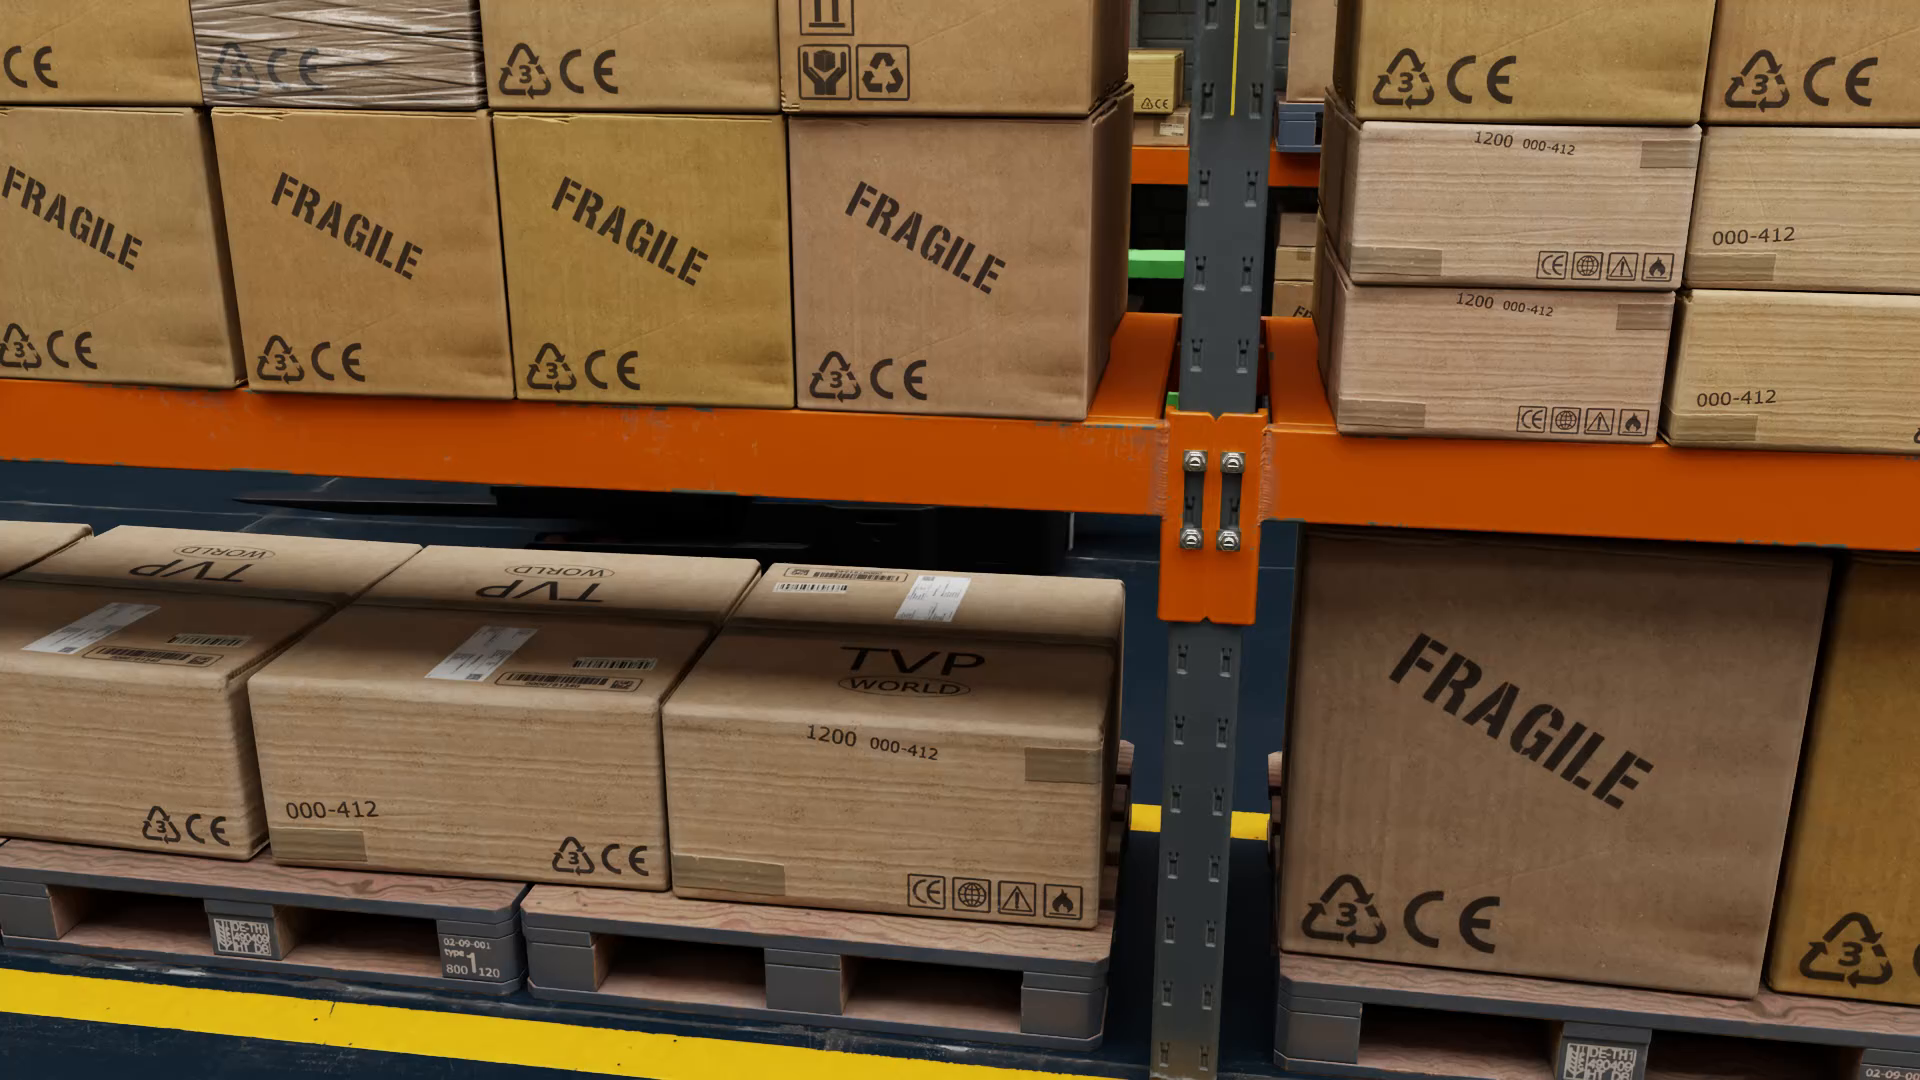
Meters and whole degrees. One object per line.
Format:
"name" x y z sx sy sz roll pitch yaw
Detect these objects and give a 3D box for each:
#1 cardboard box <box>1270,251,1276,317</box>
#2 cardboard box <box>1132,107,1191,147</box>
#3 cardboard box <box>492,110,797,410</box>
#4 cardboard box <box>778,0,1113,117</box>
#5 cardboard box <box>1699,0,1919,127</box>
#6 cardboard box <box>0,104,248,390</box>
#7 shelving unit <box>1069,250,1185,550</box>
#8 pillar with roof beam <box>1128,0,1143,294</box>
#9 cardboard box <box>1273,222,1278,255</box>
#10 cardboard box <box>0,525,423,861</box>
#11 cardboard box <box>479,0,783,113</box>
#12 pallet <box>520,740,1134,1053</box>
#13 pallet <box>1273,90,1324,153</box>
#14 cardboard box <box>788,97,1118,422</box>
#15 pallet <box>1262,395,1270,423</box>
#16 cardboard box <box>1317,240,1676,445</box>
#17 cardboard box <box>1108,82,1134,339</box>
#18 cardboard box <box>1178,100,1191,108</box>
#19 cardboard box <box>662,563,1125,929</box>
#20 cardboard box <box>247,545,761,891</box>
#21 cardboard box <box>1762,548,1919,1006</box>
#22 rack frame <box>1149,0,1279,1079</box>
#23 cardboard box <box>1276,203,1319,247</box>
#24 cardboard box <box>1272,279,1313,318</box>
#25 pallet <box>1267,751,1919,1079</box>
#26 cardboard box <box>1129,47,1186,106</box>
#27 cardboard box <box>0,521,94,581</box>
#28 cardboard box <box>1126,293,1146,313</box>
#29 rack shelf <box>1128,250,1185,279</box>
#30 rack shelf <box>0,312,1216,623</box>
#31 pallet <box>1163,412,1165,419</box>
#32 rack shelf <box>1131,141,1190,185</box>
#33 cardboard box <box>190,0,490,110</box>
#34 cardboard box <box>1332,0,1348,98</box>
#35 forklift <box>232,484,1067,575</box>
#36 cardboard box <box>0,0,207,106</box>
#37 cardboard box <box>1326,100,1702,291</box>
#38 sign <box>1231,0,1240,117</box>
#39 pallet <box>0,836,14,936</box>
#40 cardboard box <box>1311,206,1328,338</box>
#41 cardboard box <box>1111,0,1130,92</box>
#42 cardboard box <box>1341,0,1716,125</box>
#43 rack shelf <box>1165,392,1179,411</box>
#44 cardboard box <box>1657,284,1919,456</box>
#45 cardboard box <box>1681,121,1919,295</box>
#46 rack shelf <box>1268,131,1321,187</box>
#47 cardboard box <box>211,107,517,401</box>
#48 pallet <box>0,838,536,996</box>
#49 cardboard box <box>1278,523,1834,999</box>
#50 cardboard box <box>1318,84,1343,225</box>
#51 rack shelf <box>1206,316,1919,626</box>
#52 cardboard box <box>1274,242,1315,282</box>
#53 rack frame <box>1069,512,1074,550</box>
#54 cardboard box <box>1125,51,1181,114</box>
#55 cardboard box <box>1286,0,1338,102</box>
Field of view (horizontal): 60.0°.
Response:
"cardboard box" 1.820 -1.171 8.353 0.500 0.500 0.500 3 19 8
"cardboard box" 0.933 -1.907 7.671 0.250 0.149 0.380 3 19 9
"cardboard box" -0.503 -0.549 3.058 0.500 0.500 0.500 2 19 7
"cardboard box" -0.005 -0.993 2.809 0.500 0.500 0.500 3 19 8
"cardboard box" 1.400 -0.926 2.611 0.500 0.500 0.500 3 19 8
"cardboard box" -1.516 -0.601 3.213 0.500 0.500 0.500 4 19 10
"shelving unit" 0.665 -0.564 6.098 0.503 1.200 0.258 1 19 4
"pillar with roof beam" 0.061 -3.903 3.785 0.400 9.000 9.100 3 19 9
"cardboard box" 1.697 -1.482 8.261 0.250 0.149 0.380 2 19 6
"cardboard box" -1.872 0.326 3.977 0.875 0.438 0.875 3 19 10
"cardboard box" -0.505 -1.021 2.893 0.500 0.500 0.500 3 19 8
"pallet" -0.234 0.726 3.801 1.213 0.211 1.003 3 19 9
"pallet" 2.060 -1.924 7.628 1.213 0.211 1.003 3 19 9
"cardboard box" 0.006 -0.525 2.986 0.500 0.500 0.500 3 19 9
"pallet" 2.097 -0.738 8.175 1.213 0.211 1.003 3 19 9
"cardboard box" 0.897 -0.358 2.882 0.500 0.250 0.500 2 19 7
"cardboard box" 0.083 -0.687 3.471 0.500 0.500 0.500 4 19 10
"cardboard box" 1.000 -2.073 8.166 0.250 0.149 0.380 3 19 9
"cardboard box" -0.098 0.417 3.706 0.875 0.438 0.875 3 19 8
"cardboard box" -0.982 0.372 3.840 0.875 0.438 0.875 2 19 7
"cardboard box" 2.023 0.324 3.295 0.875 0.875 0.875 3 19 10
"rack frame" 0.505 -0.534 3.171 0.127 3.000 1.000 3 19 9
"cardboard box" 1.610 -1.469 7.753 0.250 0.149 0.380 3 19 8
"cardboard box" 1.730 -1.008 7.866 0.500 0.500 0.500 4 19 11
"pallet" 1.278 0.804 3.568 1.213 0.211 1.003 3 19 9
"cardboard box" 0.842 -2.269 8.123 0.500 0.250 0.500 3 19 8
"cardboard box" -2.777 0.283 4.107 0.875 0.438 0.875 2 19 7
"cardboard box" 0.673 -1.120 8.500 0.500 0.311 0.500 4 19 11
"rack shelf" 0.665 -0.959 5.966 0.480 0.148 0.258 1 19 4
"rack shelf" -1.470 -0.293 3.586 4.000 0.370 1.077 3 19 9
"pallet" 0.610 -0.801 8.366 1.213 0.211 1.003 3 19 9
"rack shelf" -0.686 -1.849 8.234 4.000 0.370 1.077 3 19 9
"cardboard box" -1.009 -1.043 2.961 0.500 0.500 0.500 3 19 9
"cardboard box" 0.986 -1.112 3.165 0.500 0.500 0.500 4 19 10
"forklift" -1.116 -1.399 5.866 3.031 2.935 1.130 1 19 4
"cardboard box" -1.503 -1.071 3.044 0.500 0.500 0.500 3 19 9
"cardboard box" 0.894 -0.589 2.786 0.500 0.250 0.500 2 19 7
"sign" 0.418 -0.808 2.502 0.005 0.325 0.100 3 19 9
"pallet" -2.643 0.603 4.168 1.213 0.211 1.003 3 19 9
"cardboard box" 0.988 -0.519 3.364 0.500 0.250 0.500 2 19 7
"cardboard box" 0.073 -1.155 3.295 0.500 0.500 0.500 3 19 9
"cardboard box" 0.894 -0.943 2.661 0.500 0.500 0.500 3 19 9
"rack shelf" 0.665 -0.503 6.118 0.480 0.148 0.258 1 19 4
"cardboard box" 1.408 -0.332 2.805 0.500 0.250 0.500 2 19 7
"cardboard box" 1.414 -0.572 2.733 0.500 0.250 0.500 3 19 10
"rack shelf" 3.263 -1.647 7.633 4.000 0.370 1.077 3 19 9
"cardboard box" -1.001 -0.569 3.120 0.500 0.500 0.500 3 19 8
"pallet" -1.442 0.665 3.983 1.213 0.211 1.003 3 19 9
"cardboard box" 1.130 0.281 3.423 0.875 0.875 0.875 4 19 10
"cardboard box" 0.979 -0.754 3.277 0.500 0.250 0.500 3 19 9
"rack shelf" 2.479 -0.092 2.985 4.000 0.370 1.077 3 19 9
"cardboard box" 1.600 -1.309 7.743 0.250 0.149 0.380 4 19 11
"rack frame" 0.422 -0.570 6.114 0.015 1.200 0.240 1 19 4
"cardboard box" 0.747 -2.108 7.644 0.500 0.250 0.500 3 19 10
"cardboard box" 1.730 -2.241 7.455 0.500 0.500 0.700 3 19 10
